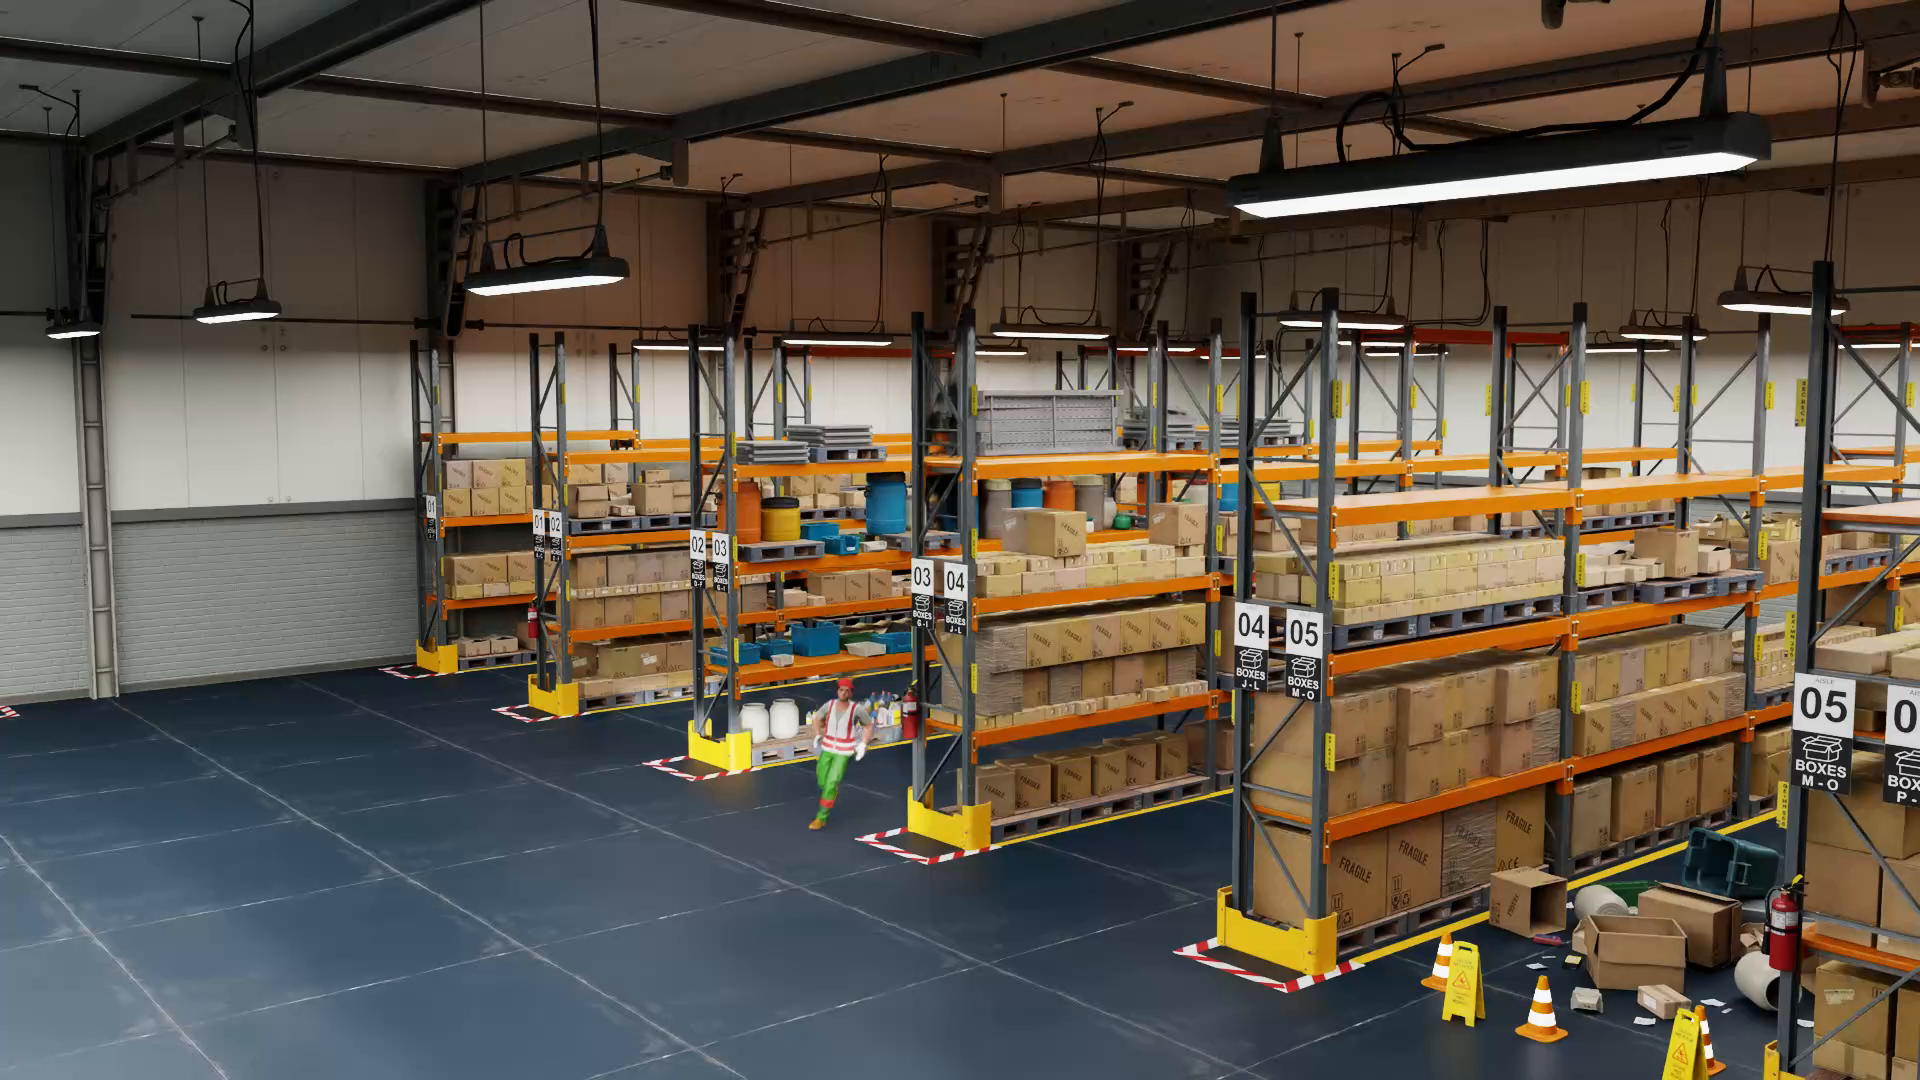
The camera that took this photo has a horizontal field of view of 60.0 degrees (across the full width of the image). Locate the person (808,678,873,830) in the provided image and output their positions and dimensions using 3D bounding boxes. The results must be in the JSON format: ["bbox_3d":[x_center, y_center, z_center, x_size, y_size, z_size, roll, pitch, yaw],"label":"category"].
[{"bbox_3d":[-1.413,2.488,19.575,0.718,1.735,0.865,1,5,15],"label":"person"}]
